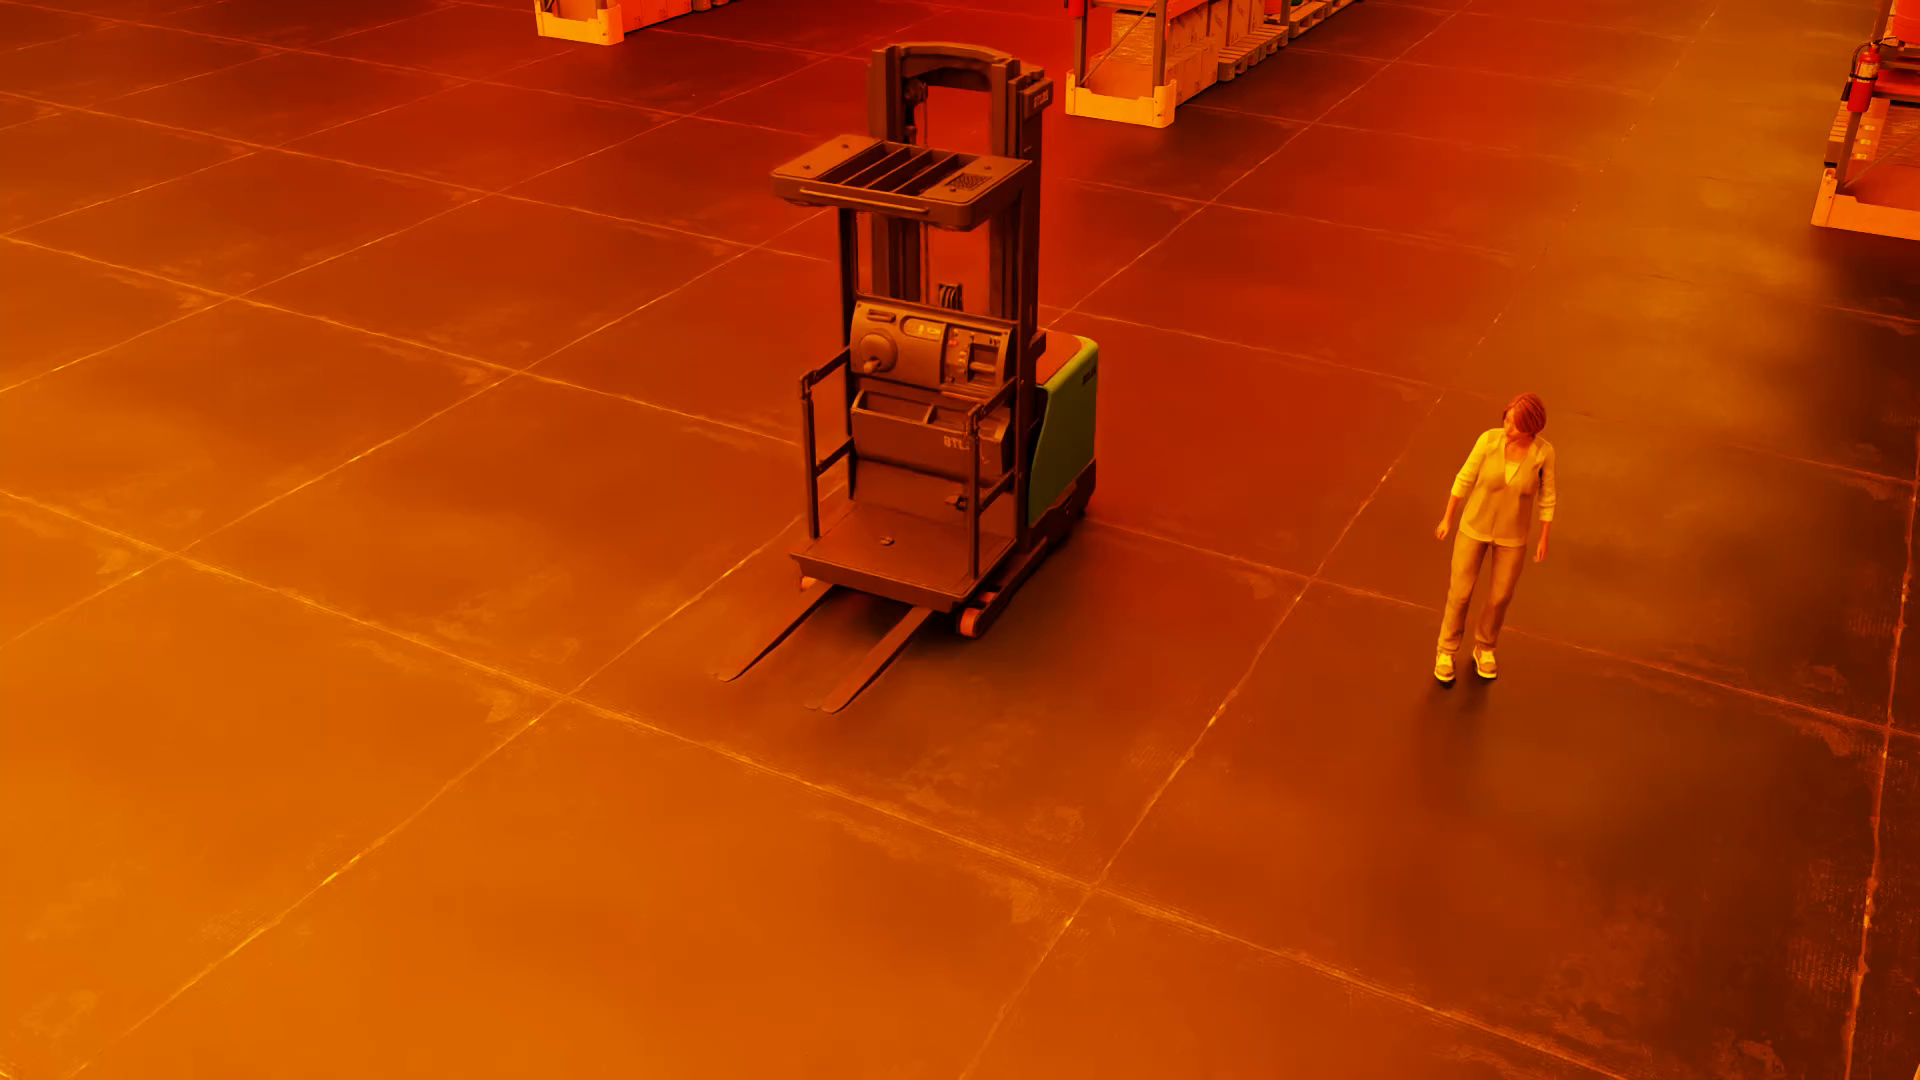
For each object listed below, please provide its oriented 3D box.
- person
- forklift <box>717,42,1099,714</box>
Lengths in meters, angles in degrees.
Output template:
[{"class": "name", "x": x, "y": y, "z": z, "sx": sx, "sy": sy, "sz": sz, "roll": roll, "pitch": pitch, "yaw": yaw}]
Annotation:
[{"class": "person", "x": 2.698, "y": -0.009, "z": 8.426, "sx": 0.546, "sy": 1.596, "sz": 0.382, "roll": 9, "pitch": 31, "yaw": 15}, {"class": "forklift", "x": -0.256, "y": -0.986, "z": 8.779, "sx": 1.130, "sy": 2.935, "sz": 3.031, "roll": 14, "pitch": 33, "yaw": 22}]
